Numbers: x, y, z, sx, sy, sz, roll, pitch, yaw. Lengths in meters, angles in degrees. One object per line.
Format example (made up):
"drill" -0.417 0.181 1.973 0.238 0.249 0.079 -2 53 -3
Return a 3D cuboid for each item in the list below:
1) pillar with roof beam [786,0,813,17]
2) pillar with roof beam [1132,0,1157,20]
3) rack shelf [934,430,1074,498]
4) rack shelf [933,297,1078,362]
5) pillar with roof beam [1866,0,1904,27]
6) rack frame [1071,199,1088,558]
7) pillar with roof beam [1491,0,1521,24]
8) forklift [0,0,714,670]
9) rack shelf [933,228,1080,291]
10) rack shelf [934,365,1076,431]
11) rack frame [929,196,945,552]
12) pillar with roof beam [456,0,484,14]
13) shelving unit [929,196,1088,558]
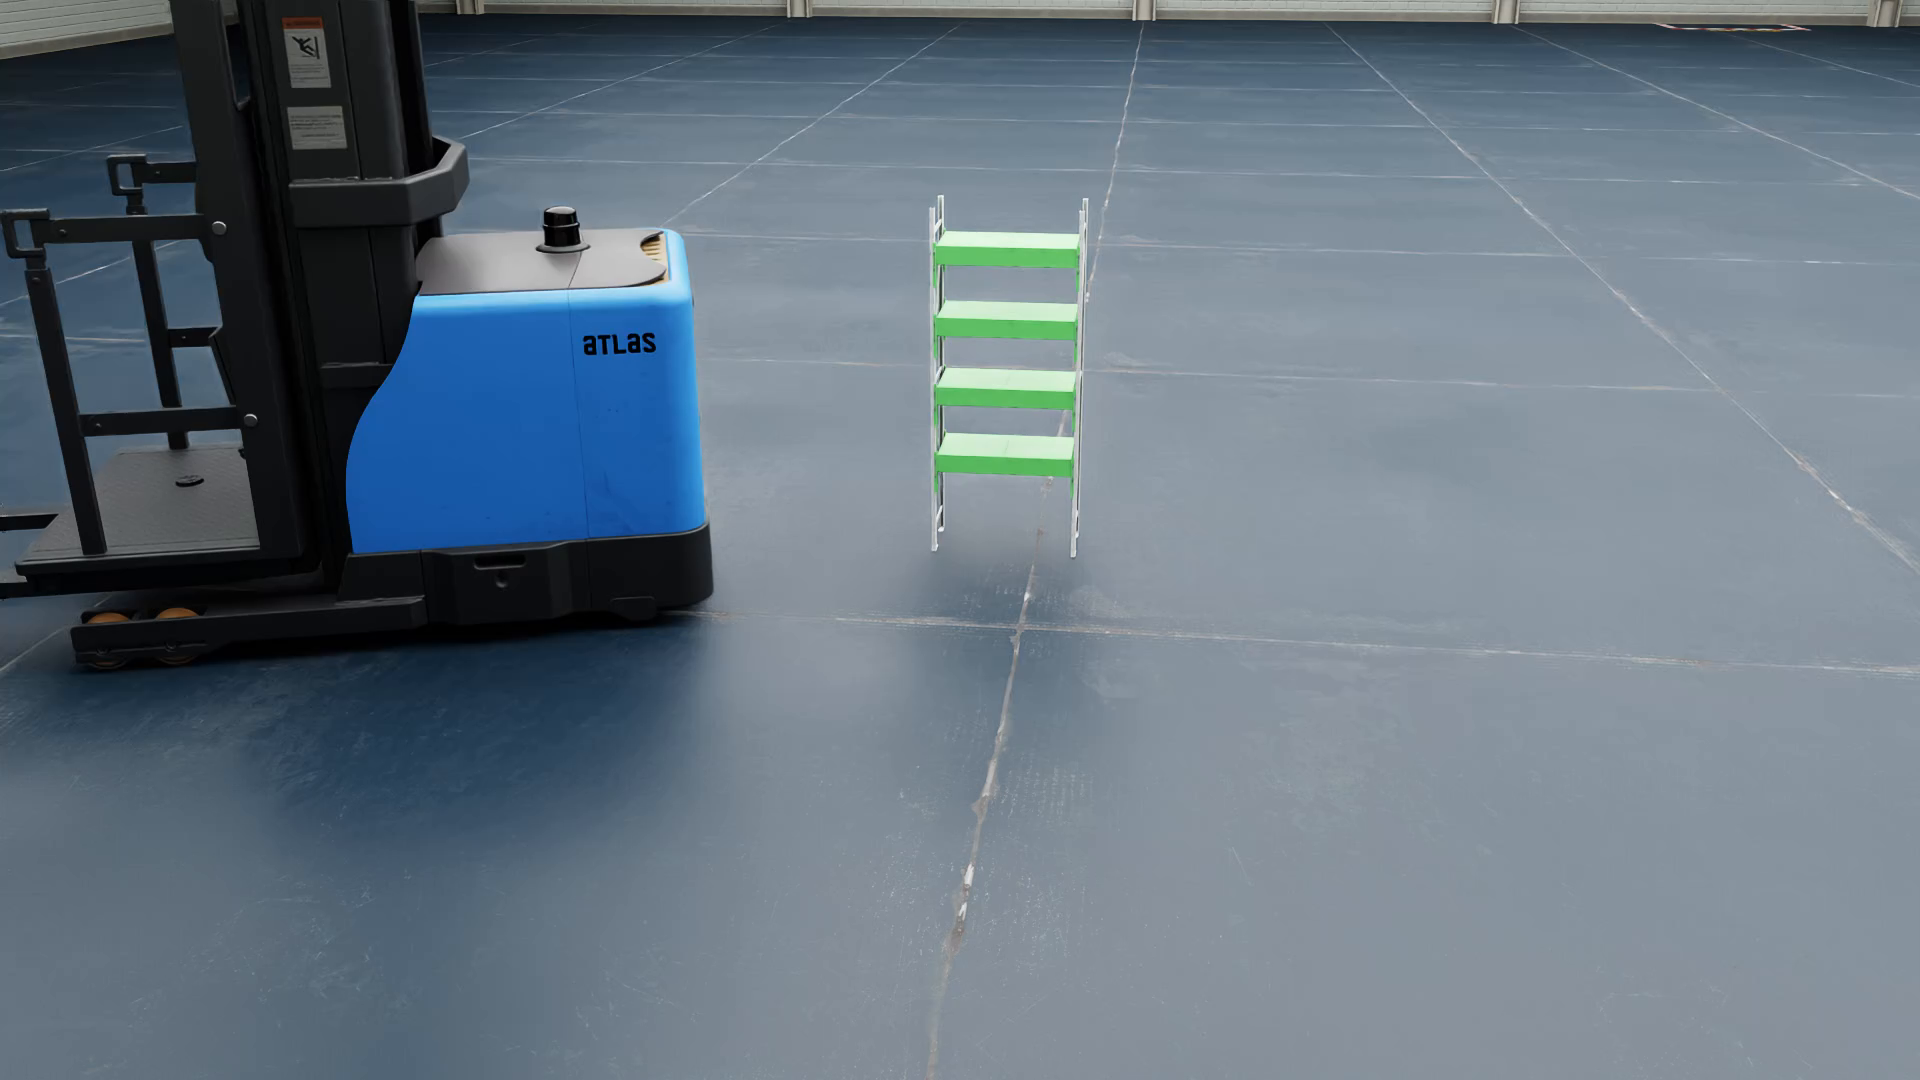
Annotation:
"pillar with roof beam" -3.311 -11.790 23.523 0.400 9.000 9.100 2 22 6
"pillar with roof beam" 2.648 -11.531 22.866 0.400 9.000 9.100 2 22 6
"rack shelf" 0.164 -0.268 5.813 0.480 0.148 0.258 2 22 6
"rack shelf" 0.164 -0.715 5.636 0.480 0.148 0.258 2 22 6
"pillar with roof beam" 14.564 -11.011 21.553 0.400 9.000 9.100 2 22 6
"rack frame" 0.407 -0.540 5.674 0.015 1.200 0.240 2 22 6
"pillar with roof beam" 8.606 -11.271 22.209 0.400 9.000 9.100 2 22 6
"forklift" -2.357 -1.187 4.955 3.031 2.935 1.130 -4 22 -10
"rack shelf" 0.164 -0.938 5.548 0.480 0.148 0.258 2 22 6
"rack shelf" 0.164 -0.491 5.725 0.480 0.148 0.258 2 22 6
"rack frame" -0.078 -0.561 5.728 0.015 1.200 0.240 2 22 6
"pillar with roof beam" -9.269 -12.050 24.179 0.400 9.000 9.100 2 22 6
"shelving unit" 0.164 -0.551 5.701 0.503 1.200 0.258 2 22 6
